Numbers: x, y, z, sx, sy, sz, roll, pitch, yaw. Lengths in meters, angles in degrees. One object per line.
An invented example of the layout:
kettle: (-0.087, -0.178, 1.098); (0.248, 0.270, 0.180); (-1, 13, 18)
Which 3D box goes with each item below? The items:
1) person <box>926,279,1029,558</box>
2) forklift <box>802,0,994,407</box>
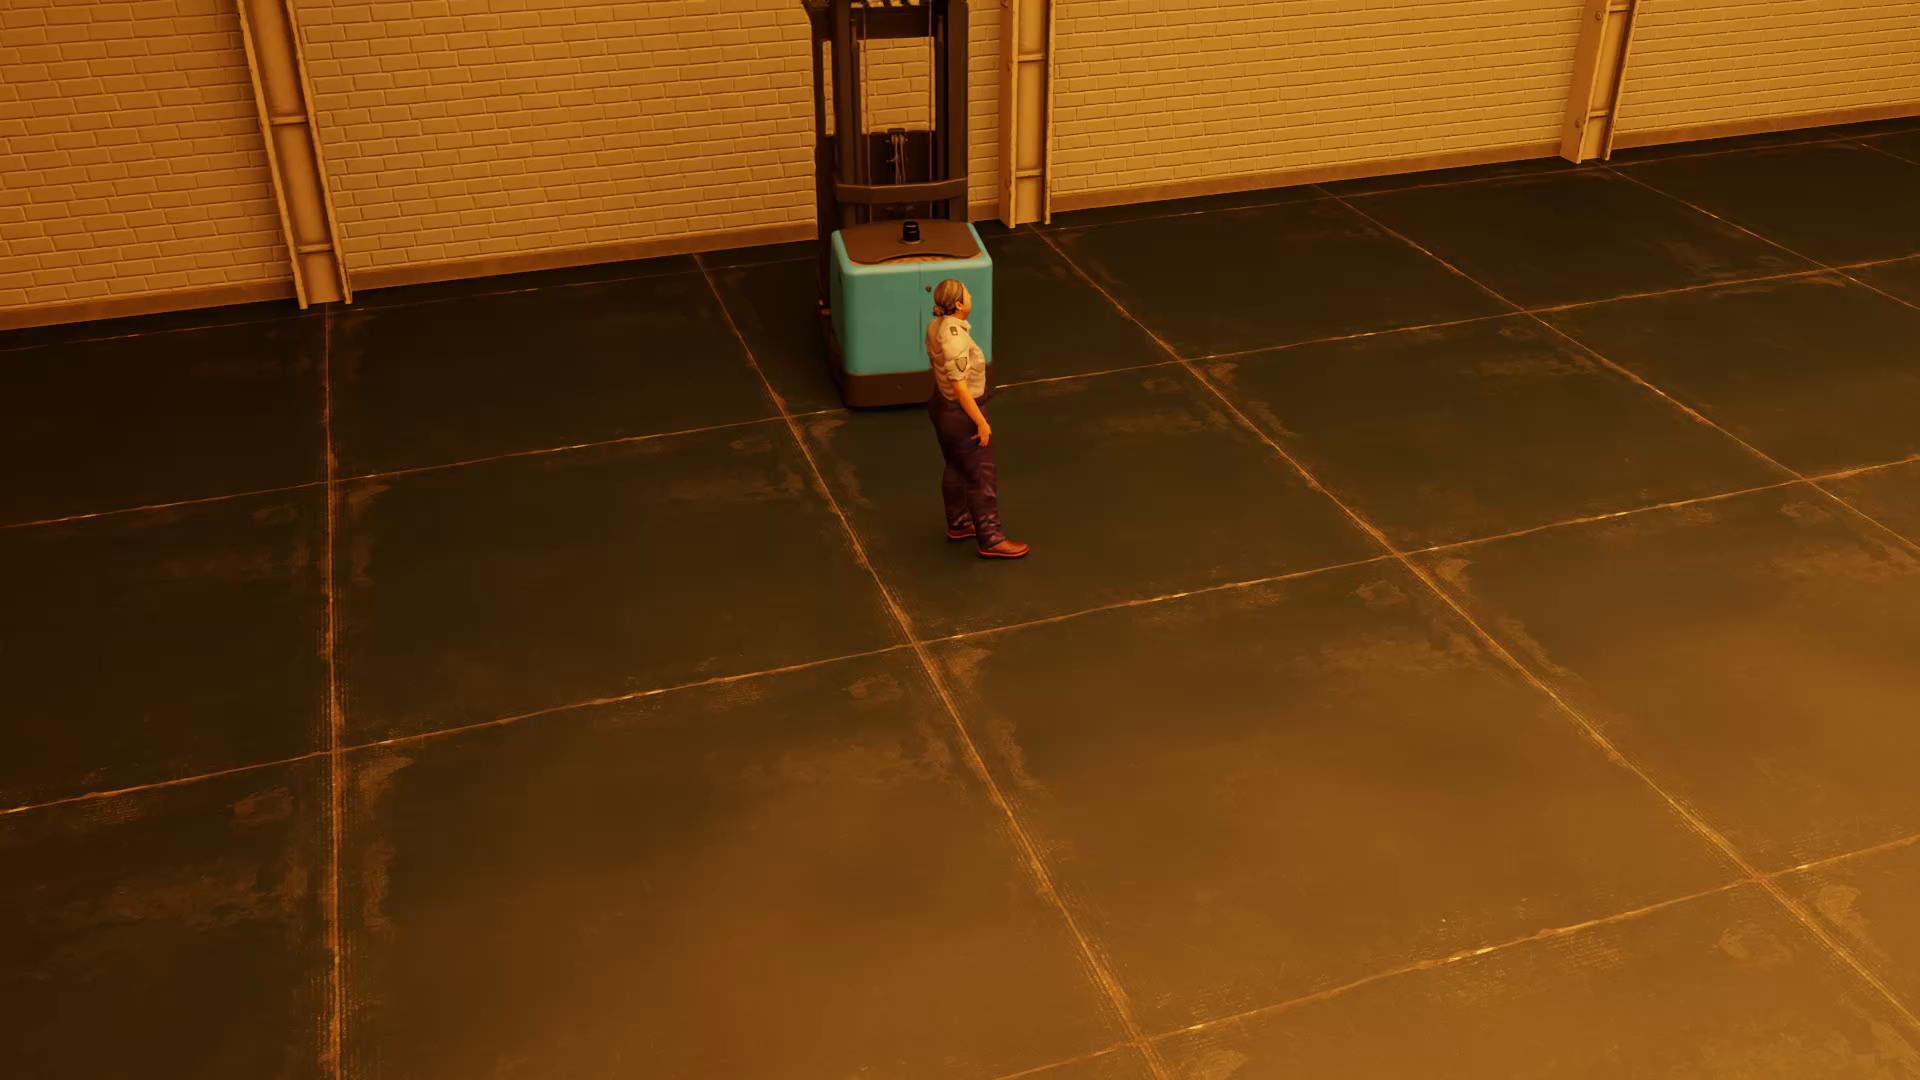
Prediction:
person: (0.093, -0.723, 9.618); (0.502, 1.651, 0.598); (-10, 31, -16)
forklift: (-0.526, -2.904, 12.135); (1.130, 2.935, 3.031); (-5, 30, -9)
